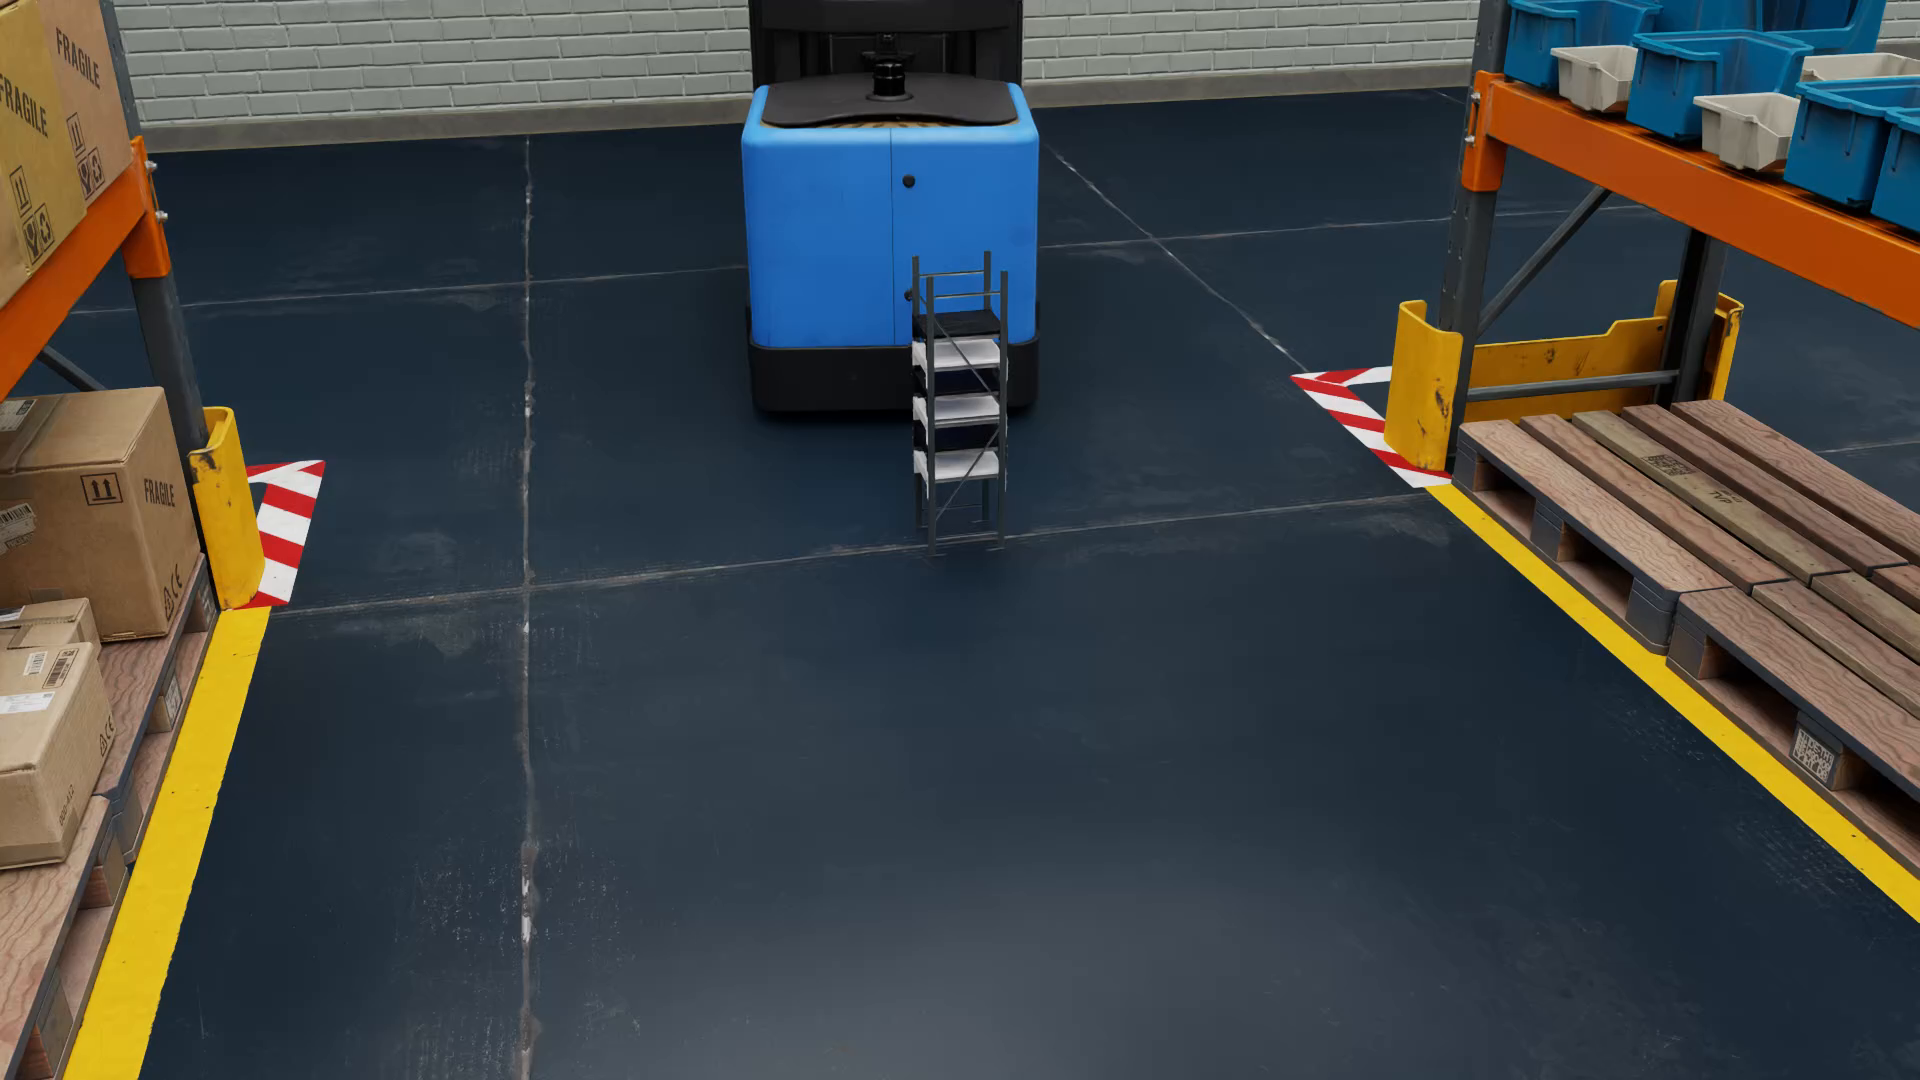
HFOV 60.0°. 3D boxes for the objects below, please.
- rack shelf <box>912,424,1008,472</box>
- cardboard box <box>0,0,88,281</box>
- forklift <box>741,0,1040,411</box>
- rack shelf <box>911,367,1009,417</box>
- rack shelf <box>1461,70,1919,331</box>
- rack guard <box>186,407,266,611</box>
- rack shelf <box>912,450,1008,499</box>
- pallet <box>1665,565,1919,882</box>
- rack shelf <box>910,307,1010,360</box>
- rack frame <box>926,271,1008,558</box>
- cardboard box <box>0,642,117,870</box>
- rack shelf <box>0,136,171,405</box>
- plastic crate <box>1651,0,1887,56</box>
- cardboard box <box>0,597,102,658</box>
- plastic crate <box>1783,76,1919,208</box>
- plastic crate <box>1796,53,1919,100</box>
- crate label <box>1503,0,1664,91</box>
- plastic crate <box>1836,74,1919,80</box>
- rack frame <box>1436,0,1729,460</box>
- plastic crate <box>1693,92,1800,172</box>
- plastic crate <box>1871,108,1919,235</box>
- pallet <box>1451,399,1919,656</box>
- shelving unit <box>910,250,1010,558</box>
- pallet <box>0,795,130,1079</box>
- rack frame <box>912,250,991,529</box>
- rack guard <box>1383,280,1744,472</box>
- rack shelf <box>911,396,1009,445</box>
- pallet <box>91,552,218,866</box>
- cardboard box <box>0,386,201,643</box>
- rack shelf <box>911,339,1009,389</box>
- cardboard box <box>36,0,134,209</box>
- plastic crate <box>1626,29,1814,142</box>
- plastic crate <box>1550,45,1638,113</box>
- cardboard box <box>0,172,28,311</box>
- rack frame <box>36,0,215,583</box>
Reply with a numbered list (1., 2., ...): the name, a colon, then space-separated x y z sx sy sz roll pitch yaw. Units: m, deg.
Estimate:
1. rack shelf: -0.002 -0.295 5.110 0.258 0.077 0.200 -6 27 -12
2. cardboard box: -2.209 -0.841 3.476 0.500 0.500 0.500 -6 27 -11
3. forklift: -0.306 -2.399 6.750 1.130 2.935 3.031 -1 27 -3
4. rack shelf: -0.002 -0.456 5.029 0.258 0.077 0.200 -6 27 -12
5. rack shelf: 2.582 -0.495 3.699 1.077 0.370 4.000 -6 27 -12
6. rack guard: -2.678 -0.043 4.781 1.175 0.500 0.348 -6 27 -12
7. rack shelf: -0.002 -0.215 5.150 0.258 0.077 0.200 -6 27 -12
8. pallet: 2.551 0.452 4.121 1.003 0.211 1.213 -6 27 -12
9. rack shelf: -0.002 -0.617 4.948 0.258 0.077 0.200 -6 27 -12
10. rack frame: 0.021 -0.361 4.966 0.240 0.900 0.006 -6 27 -12
11. cardboard box: -2.148 0.472 3.548 0.500 0.250 0.500 -6 27 -12
12. rack shelf: -2.245 0.007 2.706 1.077 0.370 4.000 -6 27 -12
13. plastic crate: 2.389 -1.608 5.002 0.616 0.435 0.499 -6 27 -12
14. cardboard box: -2.329 0.277 4.029 0.380 0.166 0.250 -6 27 -12
15. plastic crate: 2.163 -0.926 3.875 0.416 0.233 0.300 -6 27 -12
16. plastic crate: 2.492 -1.263 4.650 0.396 0.136 0.243 -6 27 -12
17. crate label: 1.866 -1.504 5.020 0.416 0.233 0.303 -6 27 -12
18. plastic crate: 2.543 -1.134 4.395 0.396 0.136 0.243 -6 27 -12
19. rack frame: 2.132 -1.694 5.277 1.000 3.000 0.127 -6 27 -12
20. plastic crate: 2.011 -1.014 4.156 0.250 0.136 0.298 -6 27 -12
21. plastic crate: 2.231 -0.794 3.614 0.416 0.233 0.300 -6 27 -12
22. pallet: 2.280 -0.083 5.180 1.003 0.211 1.213 -6 27 -12
23. shelving unit: -0.002 -0.405 5.054 0.258 0.900 0.210 -6 27 -12
24. pallet: -2.226 0.970 3.094 1.003 0.211 1.213 -6 27 -12
25. rack frame: -0.025 -0.450 5.143 0.240 0.900 0.006 -6 27 -12
26. rack guard: 2.113 -0.587 5.858 1.175 0.500 0.348 -6 27 -12
27. rack shelf: -0.002 -0.376 5.069 0.258 0.077 0.200 -6 27 -12
28. pallet: -2.498 0.436 4.153 1.003 0.211 1.213 -6 27 -12
29. cardboard box: -2.333 -0.059 4.324 0.500 0.500 0.500 -6 27 -12
30. rack shelf: -0.002 -0.536 4.988 0.258 0.077 0.200 -6 27 -12
31. cardboard box: -2.329 -1.068 3.926 0.500 0.500 0.500 -5 27 -10
32. plastic crate: 2.015 -1.215 4.447 0.416 0.233 0.300 -6 27 -12
33. plastic crate: 1.858 -1.312 4.746 0.250 0.136 0.298 -6 27 -12
34. cardboard box: -2.102 -0.621 3.041 0.500 0.500 0.500 -6 27 -11
35. rack frame: -2.695 -1.192 4.283 1.000 3.000 0.127 -6 27 -12
